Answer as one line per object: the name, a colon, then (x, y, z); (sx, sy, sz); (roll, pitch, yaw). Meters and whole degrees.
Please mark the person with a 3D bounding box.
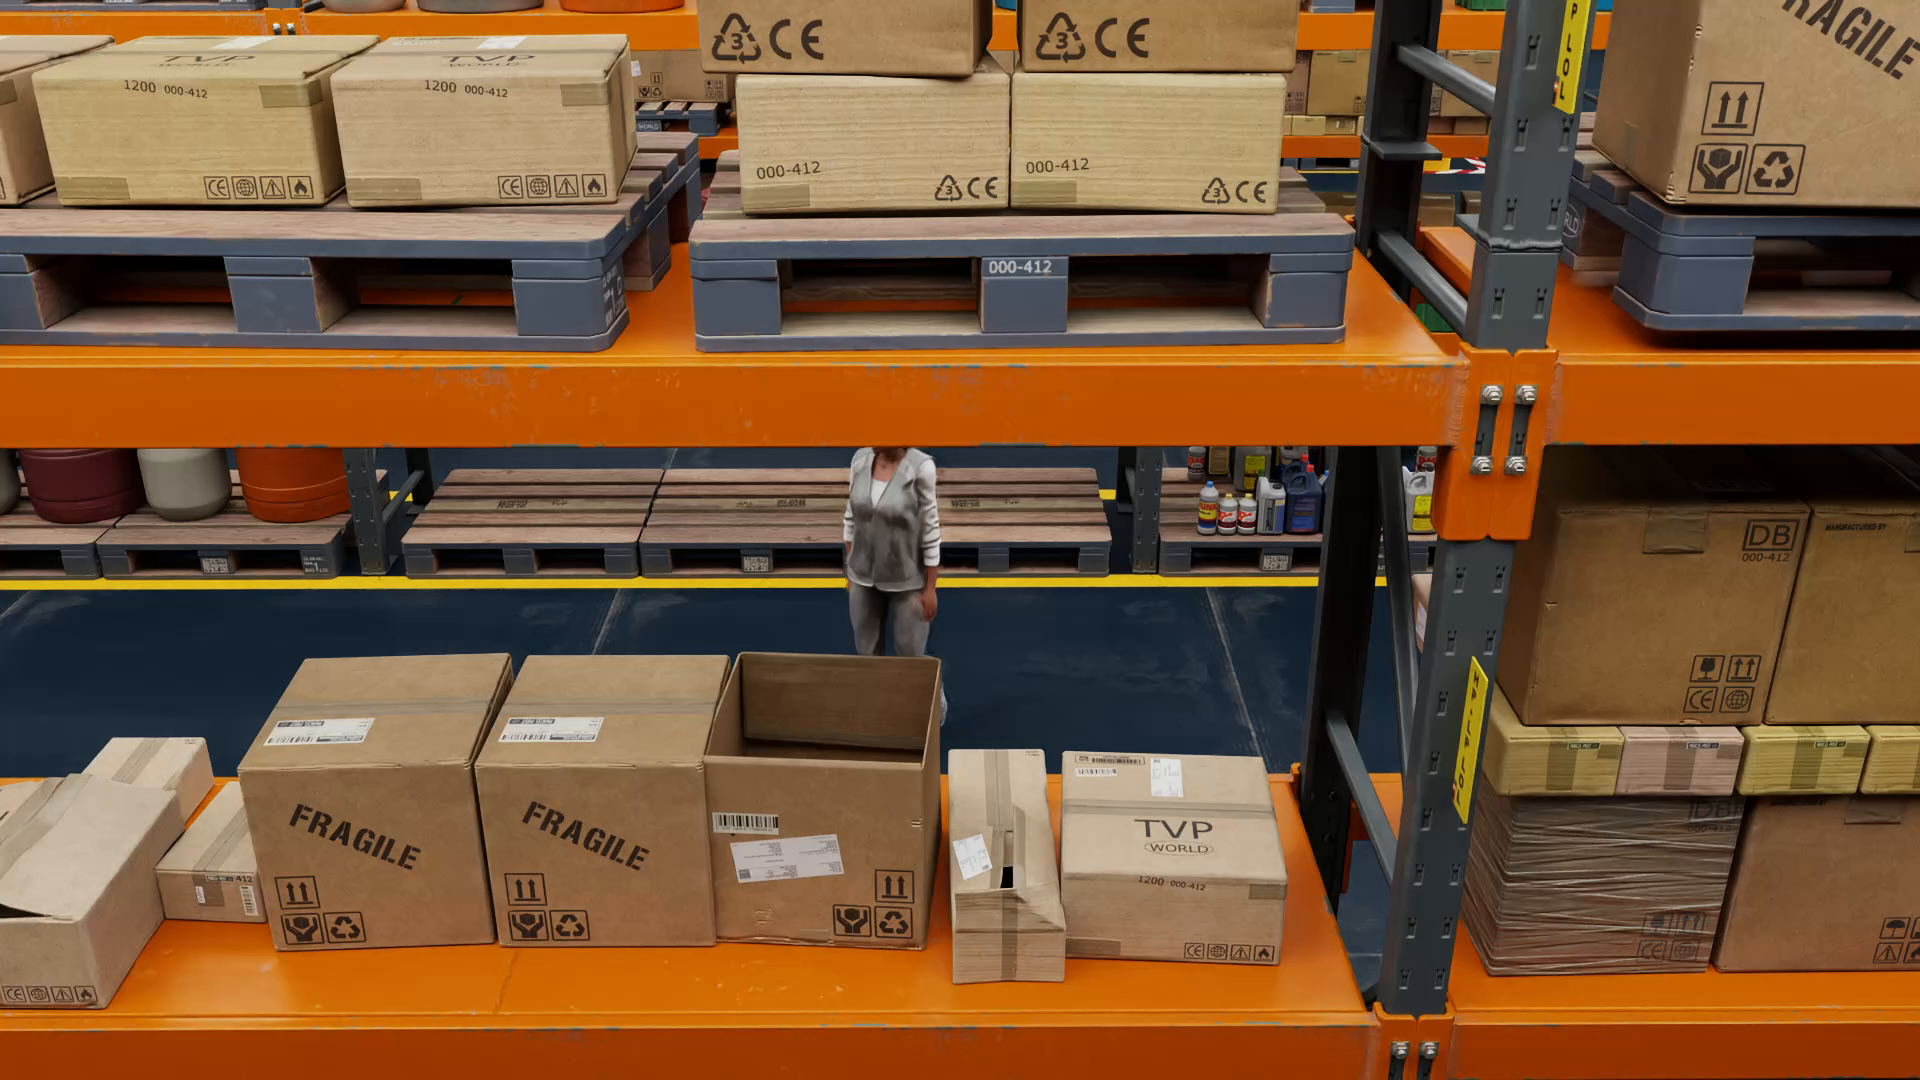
person: (-0.270, 0.160, 6.732); (0.439, 1.582, 0.557); (11, 27, 22)
